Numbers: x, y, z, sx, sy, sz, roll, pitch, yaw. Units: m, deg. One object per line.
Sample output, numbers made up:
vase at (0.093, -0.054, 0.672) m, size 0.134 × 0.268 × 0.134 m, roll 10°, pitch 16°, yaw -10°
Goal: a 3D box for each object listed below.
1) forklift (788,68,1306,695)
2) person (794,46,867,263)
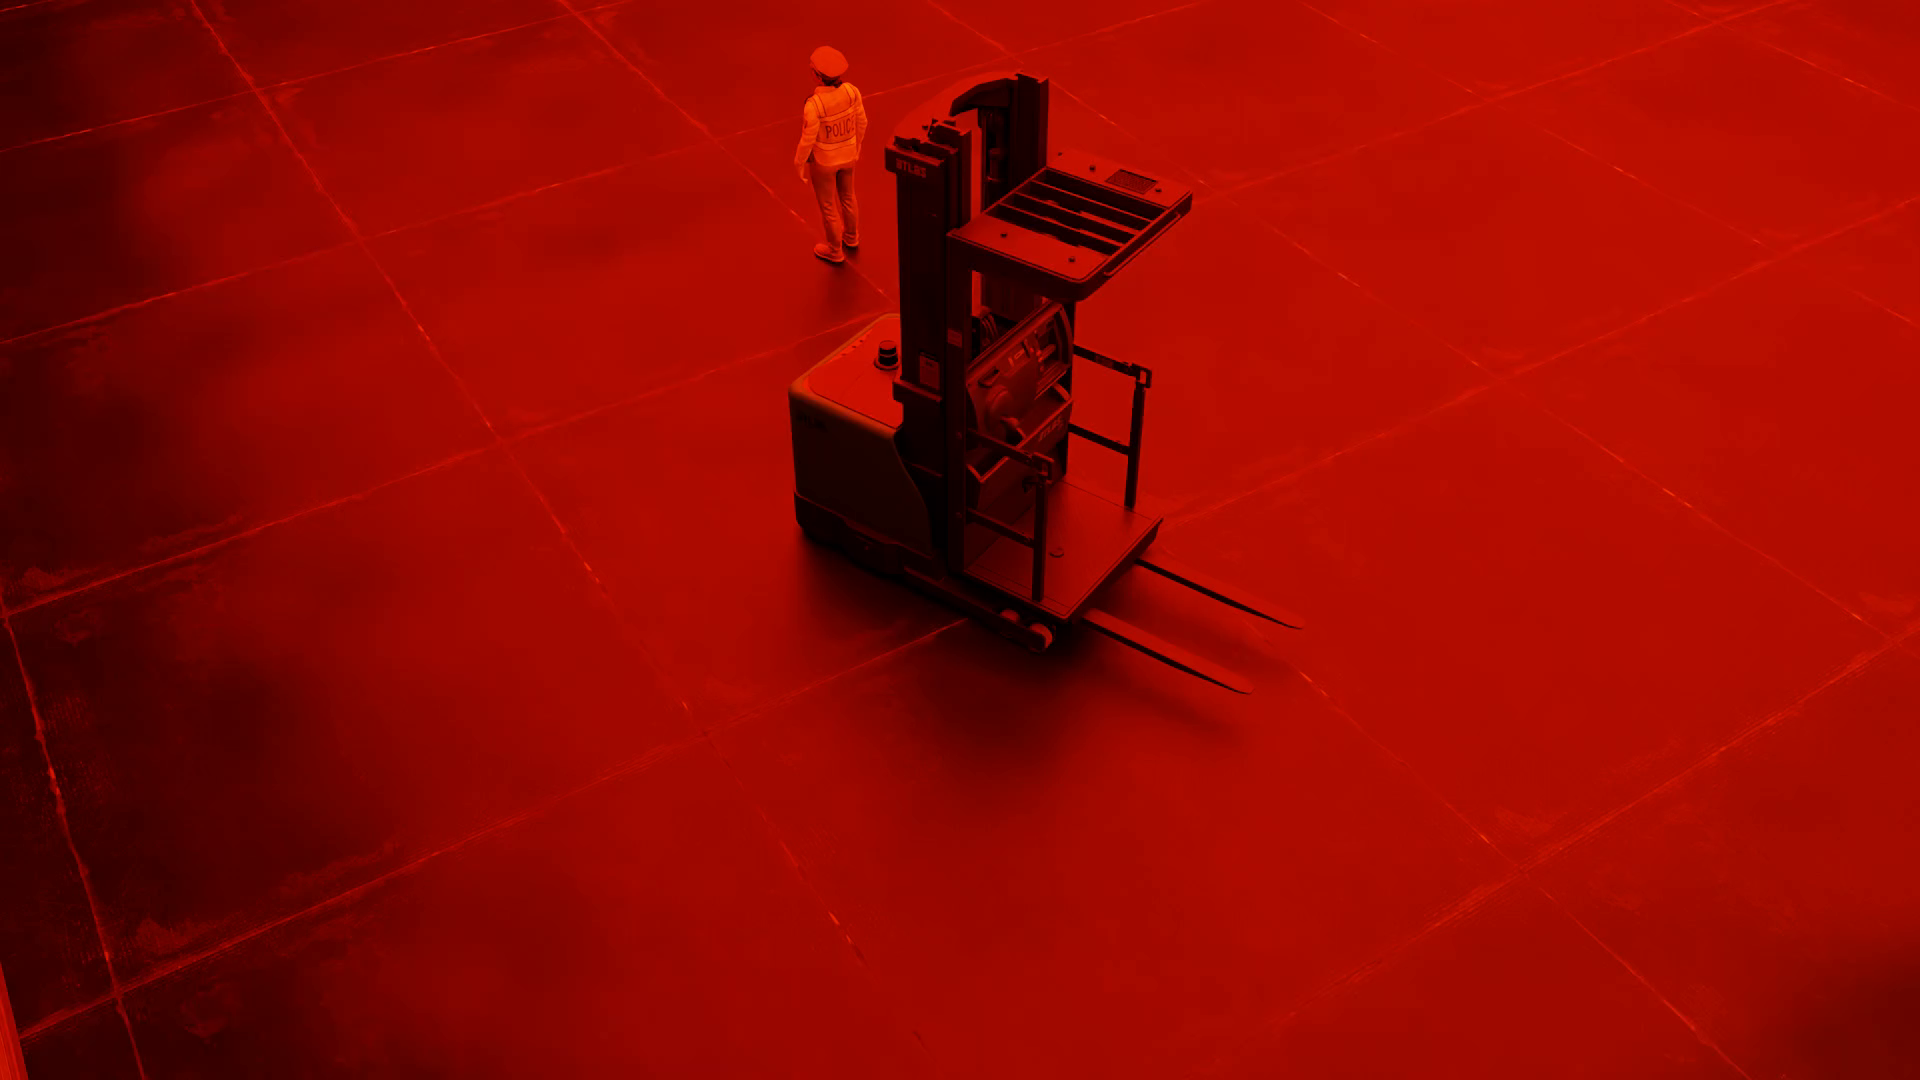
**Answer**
forklift at (0.496, -0.872, 8.869) m, size 3.031 × 2.935 × 1.130 m, roll 25°, pitch 47°, yaw 26°
person at (-0.959, -2.779, 11.980) m, size 0.588 × 1.697 × 0.534 m, roll -27°, pitch 48°, yaw -27°
